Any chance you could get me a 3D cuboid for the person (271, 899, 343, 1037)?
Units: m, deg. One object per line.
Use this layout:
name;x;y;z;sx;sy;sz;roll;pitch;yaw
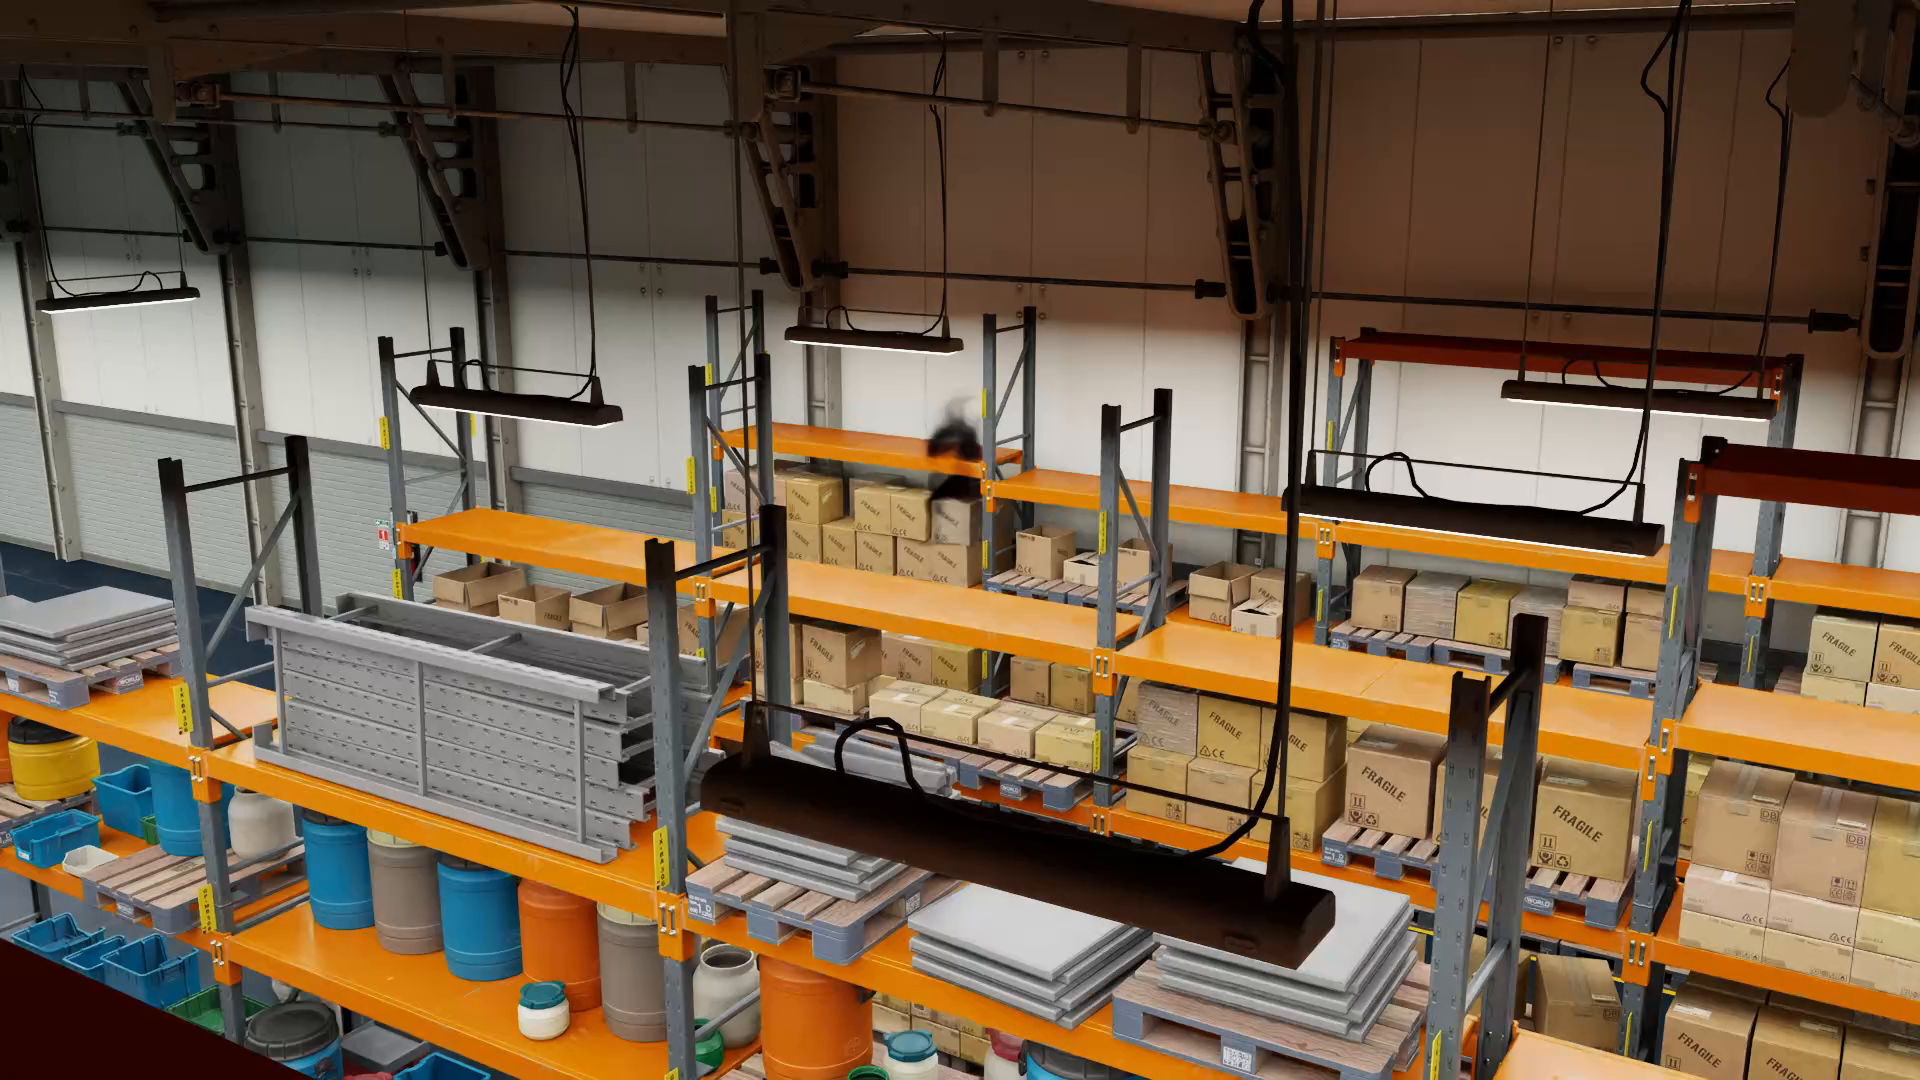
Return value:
person;-5.757;3.710;14.814;0.757;1.677;0.550;5;15;20
